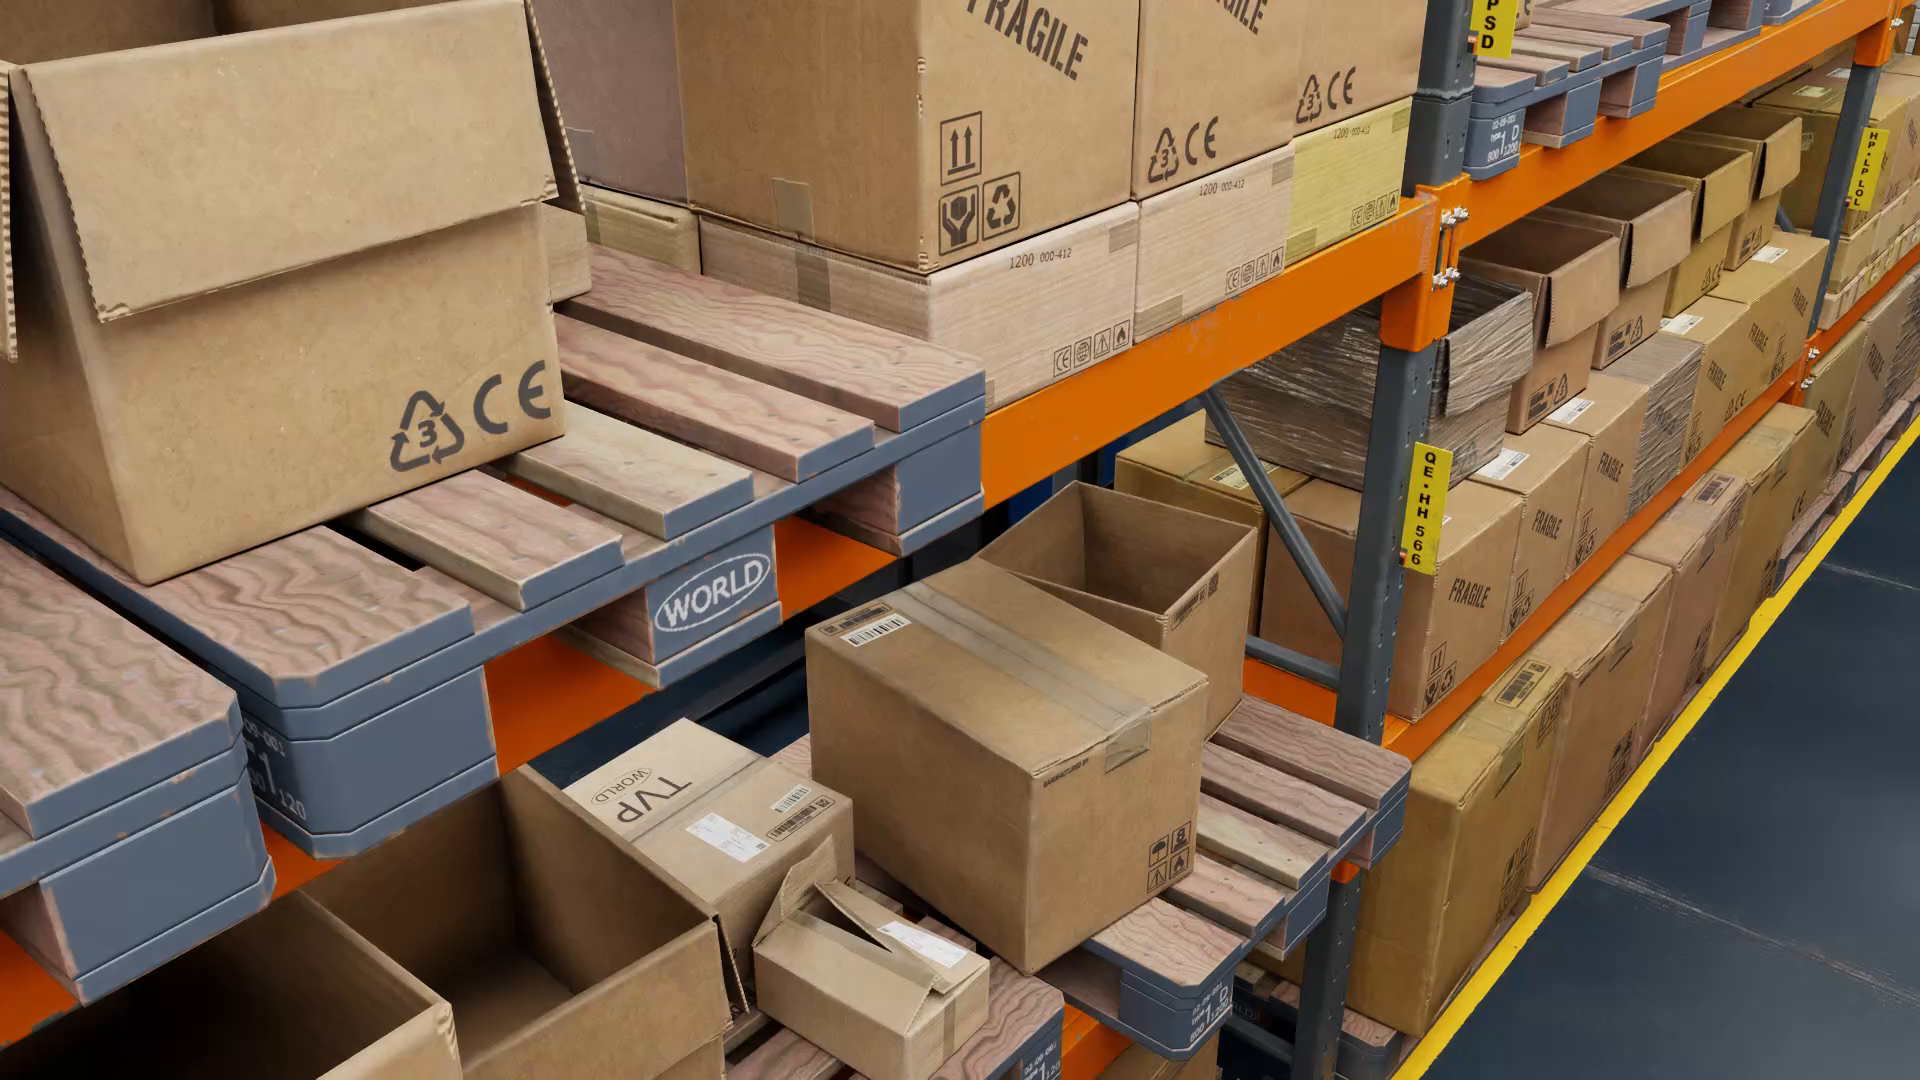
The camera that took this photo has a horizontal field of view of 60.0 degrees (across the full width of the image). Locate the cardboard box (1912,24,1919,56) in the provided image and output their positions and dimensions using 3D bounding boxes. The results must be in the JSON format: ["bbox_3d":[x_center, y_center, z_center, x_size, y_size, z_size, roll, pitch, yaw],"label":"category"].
[{"bbox_3d":[5.659,-2.734,9.294,0.500,0.500,0.500,21,34,35],"label":"cardboard box"}]

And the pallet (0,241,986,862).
[{"bbox_3d":[-0.735,-0.136,2.187,1.213,0.211,1.003,21,34,34],"label":"pallet"}]

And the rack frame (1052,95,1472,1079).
[{"bbox_3d":[0.677,0.251,4.499,1.000,3.000,0.127,21,34,34],"label":"rack frame"}]

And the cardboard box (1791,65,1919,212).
[{"bbox_3d":[4.043,-1.833,7.551,0.500,0.500,0.500,21,34,34],"label":"cardboard box"}]

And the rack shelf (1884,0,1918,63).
[{"bbox_3d":[4.494,-2.889,8.088,1.077,0.370,4.000,21,34,34],"label":"rack shelf"}]

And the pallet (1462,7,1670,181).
[{"bbox_3d":[1.046,-1.241,4.325,1.213,0.211,1.003,23,35,37],"label":"pallet"}]

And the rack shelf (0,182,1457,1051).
[{"bbox_3d":[-0.595,-0.052,2.605,1.077,0.370,4.000,21,34,34],"label":"rack shelf"}]

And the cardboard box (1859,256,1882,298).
[{"bbox_3d":[4.000,-1.250,7.674,0.380,0.149,0.250,22,35,36],"label":"cardboard box"}]

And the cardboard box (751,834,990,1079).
[{"bbox_3d":[-0.175,0.795,3.138,0.396,0.266,0.258,20,33,33],"label":"cardboard box"}]

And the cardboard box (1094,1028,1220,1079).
[{"bbox_3d":[0.267,1.410,4.502,0.700,0.500,0.500,19,33,32],"label":"cardboard box"}]

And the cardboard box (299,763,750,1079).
[{"bbox_3d":[-0.836,0.796,2.878,0.637,0.503,0.797,-24,36,-39],"label":"cardboard box"}]

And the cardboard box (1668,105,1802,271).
[{"bbox_3d":[2.822,-1.428,6.545,0.797,0.503,0.637,20,33,33],"label":"cardboard box"}]

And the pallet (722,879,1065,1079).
[{"bbox_3d":[-0.550,1.051,3.164,1.003,0.211,1.213,21,34,34],"label":"pallet"}]

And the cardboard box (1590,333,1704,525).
[{"bbox_3d":[2.165,-0.429,5.705,0.500,0.500,0.500,21,34,35],"label":"cardboard box"}]

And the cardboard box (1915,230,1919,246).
[{"bbox_3d":[4.657,-1.616,8.383,0.380,0.149,0.250,20,33,33],"label":"cardboard box"}]

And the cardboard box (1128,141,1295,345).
[{"bbox_3d":[0.259,-0.594,3.032,0.500,0.250,0.500,21,34,34],"label":"cardboard box"}]

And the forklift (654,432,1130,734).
[{"bbox_3d":[-0.454,-0.997,6.988,1.130,2.935,3.031,20,33,33],"label":"forklift"}]

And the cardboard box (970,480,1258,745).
[{"bbox_3d":[0.365,0.224,3.987,0.500,0.500,0.500,16,31,28],"label":"cardboard box"}]

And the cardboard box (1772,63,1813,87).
[{"bbox_3d":[3.629,-1.983,7.842,0.500,0.500,0.500,21,34,35],"label":"cardboard box"}]

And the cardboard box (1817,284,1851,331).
[{"bbox_3d":[3.666,-1.063,7.313,0.380,0.149,0.250,21,34,35],"label":"cardboard box"}]

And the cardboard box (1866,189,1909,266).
[{"bbox_3d":[4.043,-1.497,7.719,0.500,0.250,0.500,21,34,34],"label":"cardboard box"}]

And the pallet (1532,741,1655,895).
[{"bbox_3d":[2.013,0.802,6.470,1.003,0.211,1.213,21,34,34],"label":"pallet"}]

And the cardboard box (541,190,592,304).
[{"bbox_3d":[-0.752,-0.439,2.367,0.380,0.166,0.250,20,33,33],"label":"cardboard box"}]

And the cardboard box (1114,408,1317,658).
[{"bbox_3d":[0.800,-0.040,4.955,0.500,0.500,0.500,22,35,36],"label":"cardboard box"}]

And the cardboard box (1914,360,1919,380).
[{"bbox_3d":[5.420,-1.577,9.890,0.875,0.875,0.875,21,34,34],"label":"cardboard box"}]

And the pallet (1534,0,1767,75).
[{"bbox_3d":[1.755,-1.638,5.093,1.003,0.211,1.213,23,35,37],"label":"pallet"}]

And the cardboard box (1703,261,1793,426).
[{"bbox_3d":[2.815,-0.792,6.408,0.500,0.500,0.500,22,35,36],"label":"cardboard box"}]

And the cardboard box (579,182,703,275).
[{"bbox_3d":[-0.465,-0.555,2.957,0.500,0.250,0.500,22,34,35],"label":"cardboard box"}]

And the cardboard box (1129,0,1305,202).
[{"bbox_3d":[0.249,-0.920,2.846,0.500,0.500,0.500,21,34,34],"label":"cardboard box"}]

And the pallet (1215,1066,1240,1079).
[{"bbox_3d":[0.179,1.767,4.605,1.003,0.211,1.213,21,34,34],"label":"pallet"}]

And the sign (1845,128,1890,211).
[{"bbox_3d":[3.646,-1.491,6.693,0.100,0.325,0.005,21,34,34],"label":"sign"}]

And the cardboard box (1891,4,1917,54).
[{"bbox_3d":[4.934,-2.715,9.257,0.500,0.500,0.500,20,33,33],"label":"cardboard box"}]

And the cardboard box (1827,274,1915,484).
[{"bbox_3d":[4.276,-0.939,8.656,0.875,0.875,0.875,21,34,34],"label":"cardboard box"}]

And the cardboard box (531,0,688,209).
[{"bbox_3d":[-0.460,-0.897,2.801,0.500,0.500,0.500,20,33,33],"label":"cardboard box"}]

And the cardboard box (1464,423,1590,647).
[{"bbox_3d":[1.523,-0.069,5.010,0.500,0.500,0.500,20,33,33],"label":"cardboard box"}]

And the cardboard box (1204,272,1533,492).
[{"bbox_3d":[1.155,-0.493,4.738,0.797,0.503,0.637,22,35,36],"label":"cardboard box"}]

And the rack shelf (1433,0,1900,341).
[{"bbox_3d":[1.949,-1.470,5.346,1.077,0.370,4.000,21,34,34],"label":"rack shelf"}]

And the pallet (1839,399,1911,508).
[{"bbox_3d":[4.541,-0.609,9.198,1.003,0.211,1.213,21,34,34],"label":"pallet"}]

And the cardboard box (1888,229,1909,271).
[{"bbox_3d":[4.329,-1.434,8.031,0.380,0.149,0.250,20,34,34],"label":"cardboard box"}]

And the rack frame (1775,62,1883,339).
[{"bbox_3d":[3.222,-1.167,7.241,1.000,3.000,0.127,21,34,34],"label":"rack frame"}]

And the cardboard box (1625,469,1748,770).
[{"bbox_3d":[2.262,0.140,6.570,1.225,0.875,0.875,19,33,33],"label":"cardboard box"}]

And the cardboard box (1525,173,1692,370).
[{"bbox_3d":[1.993,-0.963,5.646,0.797,0.503,0.637,22,35,36],"label":"cardboard box"}]

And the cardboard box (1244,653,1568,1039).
[{"bbox_3d":[1.132,0.770,5.352,1.225,0.875,0.875,19,33,32],"label":"cardboard box"}]
